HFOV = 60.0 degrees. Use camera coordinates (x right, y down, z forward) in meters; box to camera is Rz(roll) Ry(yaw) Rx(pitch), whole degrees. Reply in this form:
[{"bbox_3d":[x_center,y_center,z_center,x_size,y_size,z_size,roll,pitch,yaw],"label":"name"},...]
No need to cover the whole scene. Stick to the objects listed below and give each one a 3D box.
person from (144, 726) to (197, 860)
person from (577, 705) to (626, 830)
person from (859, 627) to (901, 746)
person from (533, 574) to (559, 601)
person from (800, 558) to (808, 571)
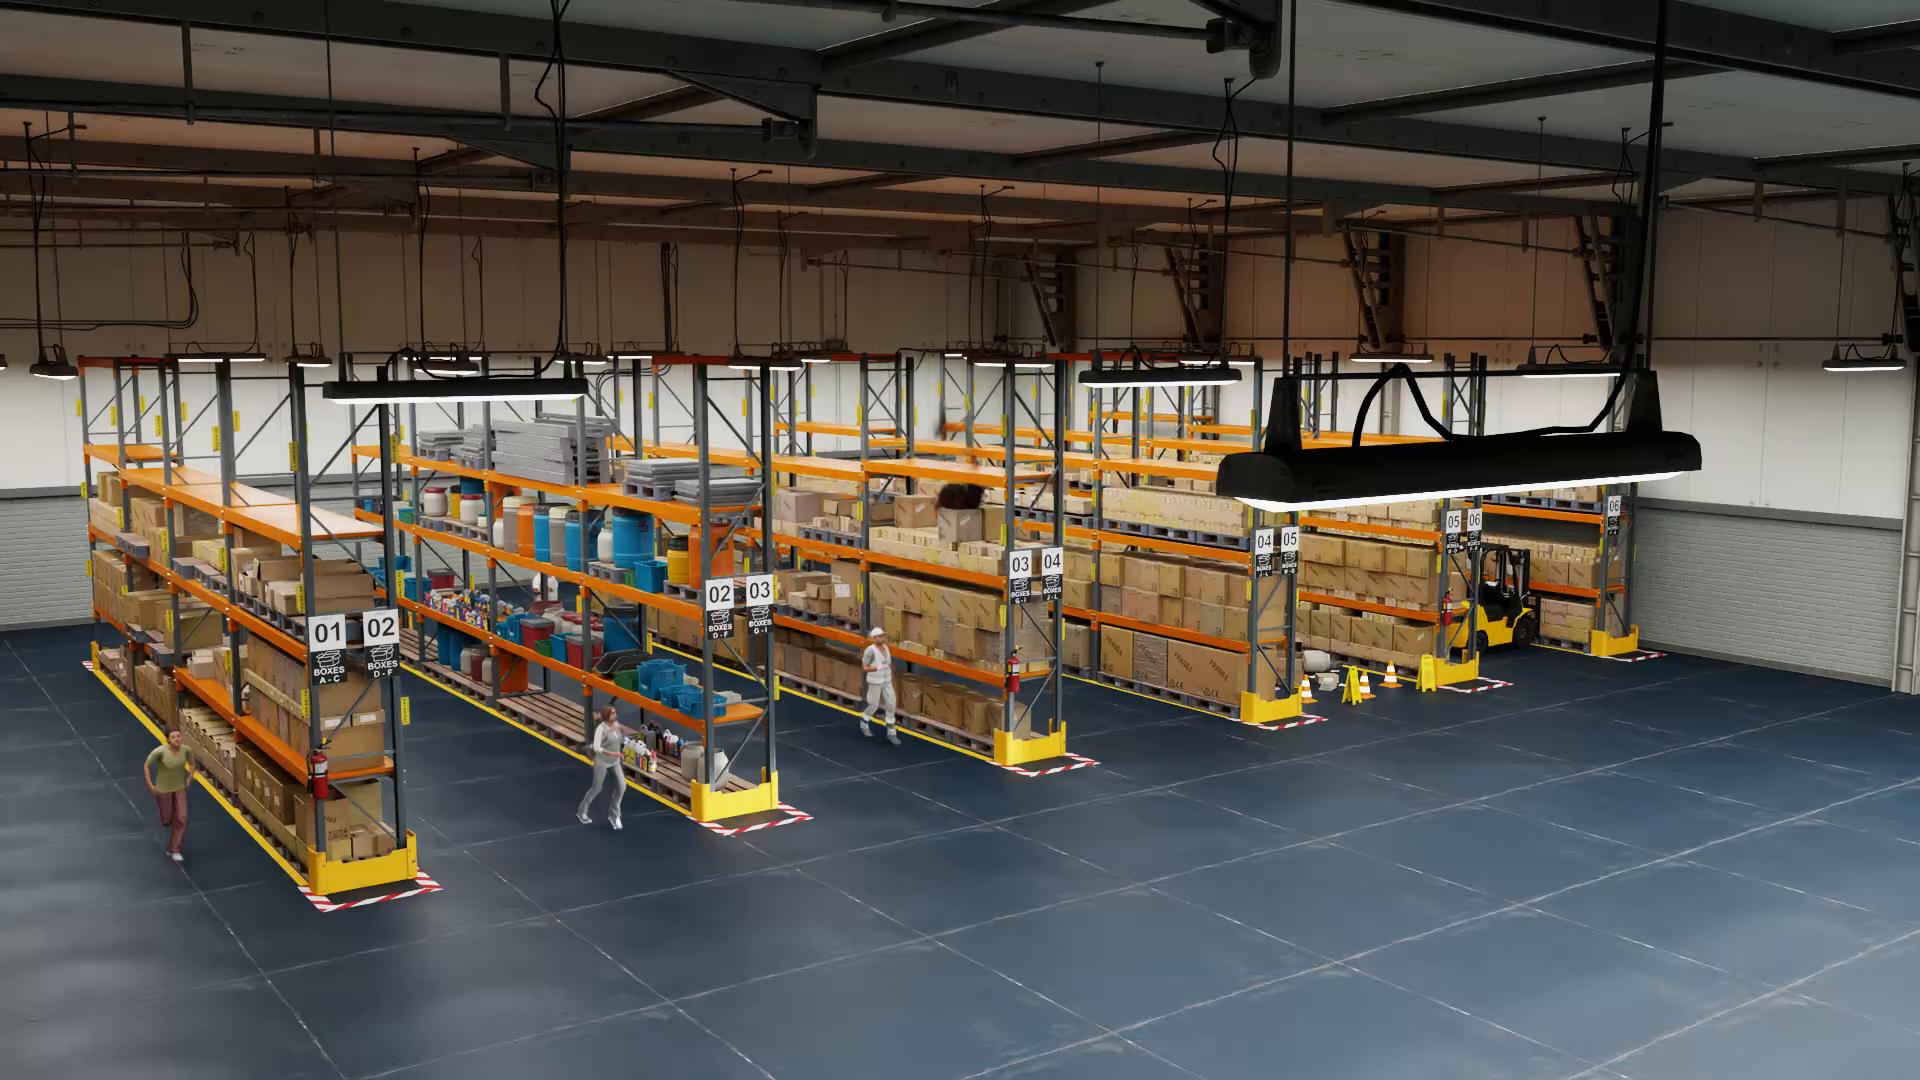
[{"bbox_3d":[-9.711,3.077,20.468,0.600,1.638,0.757,-6,9,-39],"label":"person"},{"bbox_3d":[-4.588,2.945,21.606,0.701,1.652,0.581,4,8,33],"label":"person"},{"bbox_3d":[-1.277,2.272,26.051,0.642,1.829,0.850,-6,9,-41],"label":"person"},{"bbox_3d":[-8.487,1.292,34.122,0.950,1.781,0.688,7,10,44],"label":"person"},{"bbox_3d":[-3.970,0.275,43.234,0.610,1.645,0.545,3,7,21],"label":"person"}]
